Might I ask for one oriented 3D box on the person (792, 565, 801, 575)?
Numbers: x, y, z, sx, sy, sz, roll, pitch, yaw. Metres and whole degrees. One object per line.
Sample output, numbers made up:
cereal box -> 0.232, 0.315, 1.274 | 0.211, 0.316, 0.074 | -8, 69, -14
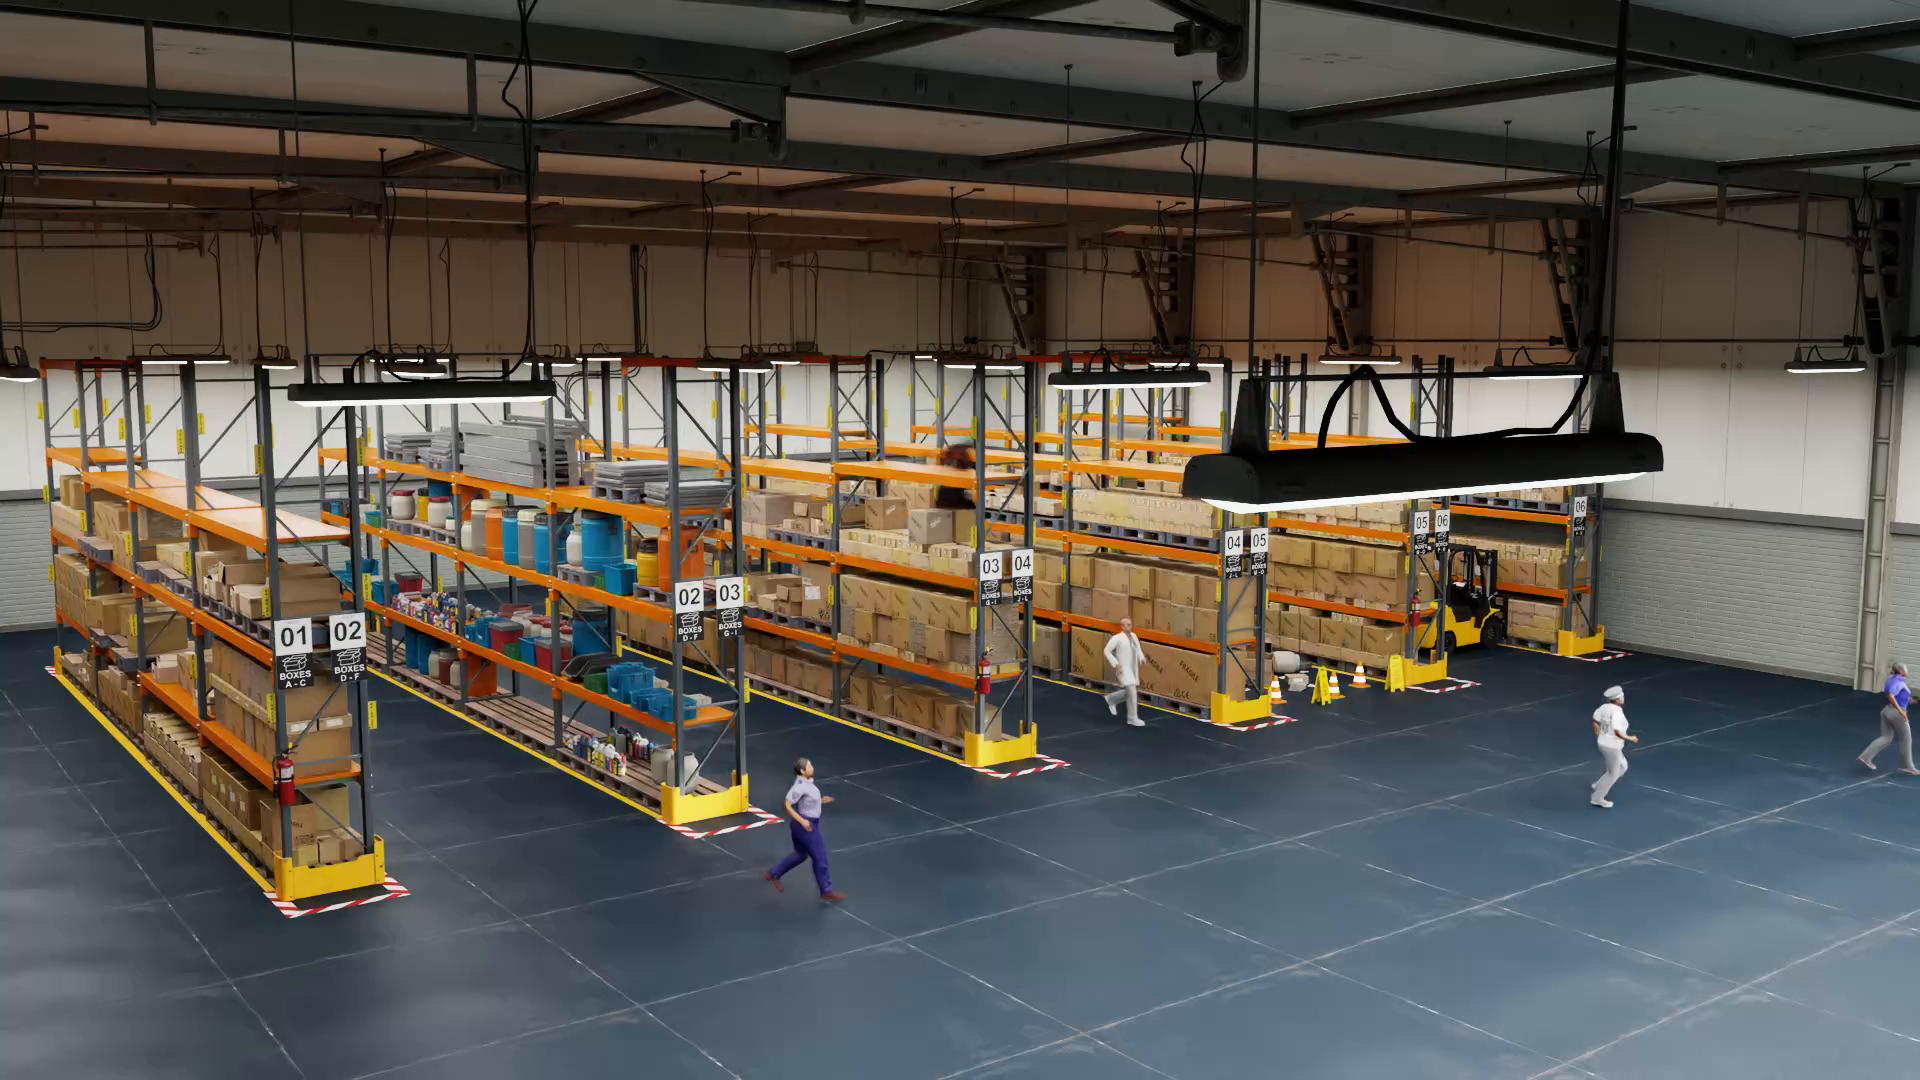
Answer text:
person -> -4.161, 0.299, 42.704 | 0.950, 1.769, 0.702 | -5, 9, -37

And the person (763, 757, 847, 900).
person -> -1.747, 3.253, 18.788 | 0.912, 1.628, 0.610 | -1, 7, -7

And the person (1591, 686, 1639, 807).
person -> 8.890, 2.796, 22.577 | 0.571, 1.663, 0.578 | 0, 7, 2

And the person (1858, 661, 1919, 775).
person -> 13.620, 2.587, 24.255 | 0.867, 1.661, 0.586 | 0, 7, 4

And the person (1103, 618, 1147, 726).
person -> 2.716, 2.158, 27.494 | 0.743, 1.751, 0.934 | -7, 9, -43
